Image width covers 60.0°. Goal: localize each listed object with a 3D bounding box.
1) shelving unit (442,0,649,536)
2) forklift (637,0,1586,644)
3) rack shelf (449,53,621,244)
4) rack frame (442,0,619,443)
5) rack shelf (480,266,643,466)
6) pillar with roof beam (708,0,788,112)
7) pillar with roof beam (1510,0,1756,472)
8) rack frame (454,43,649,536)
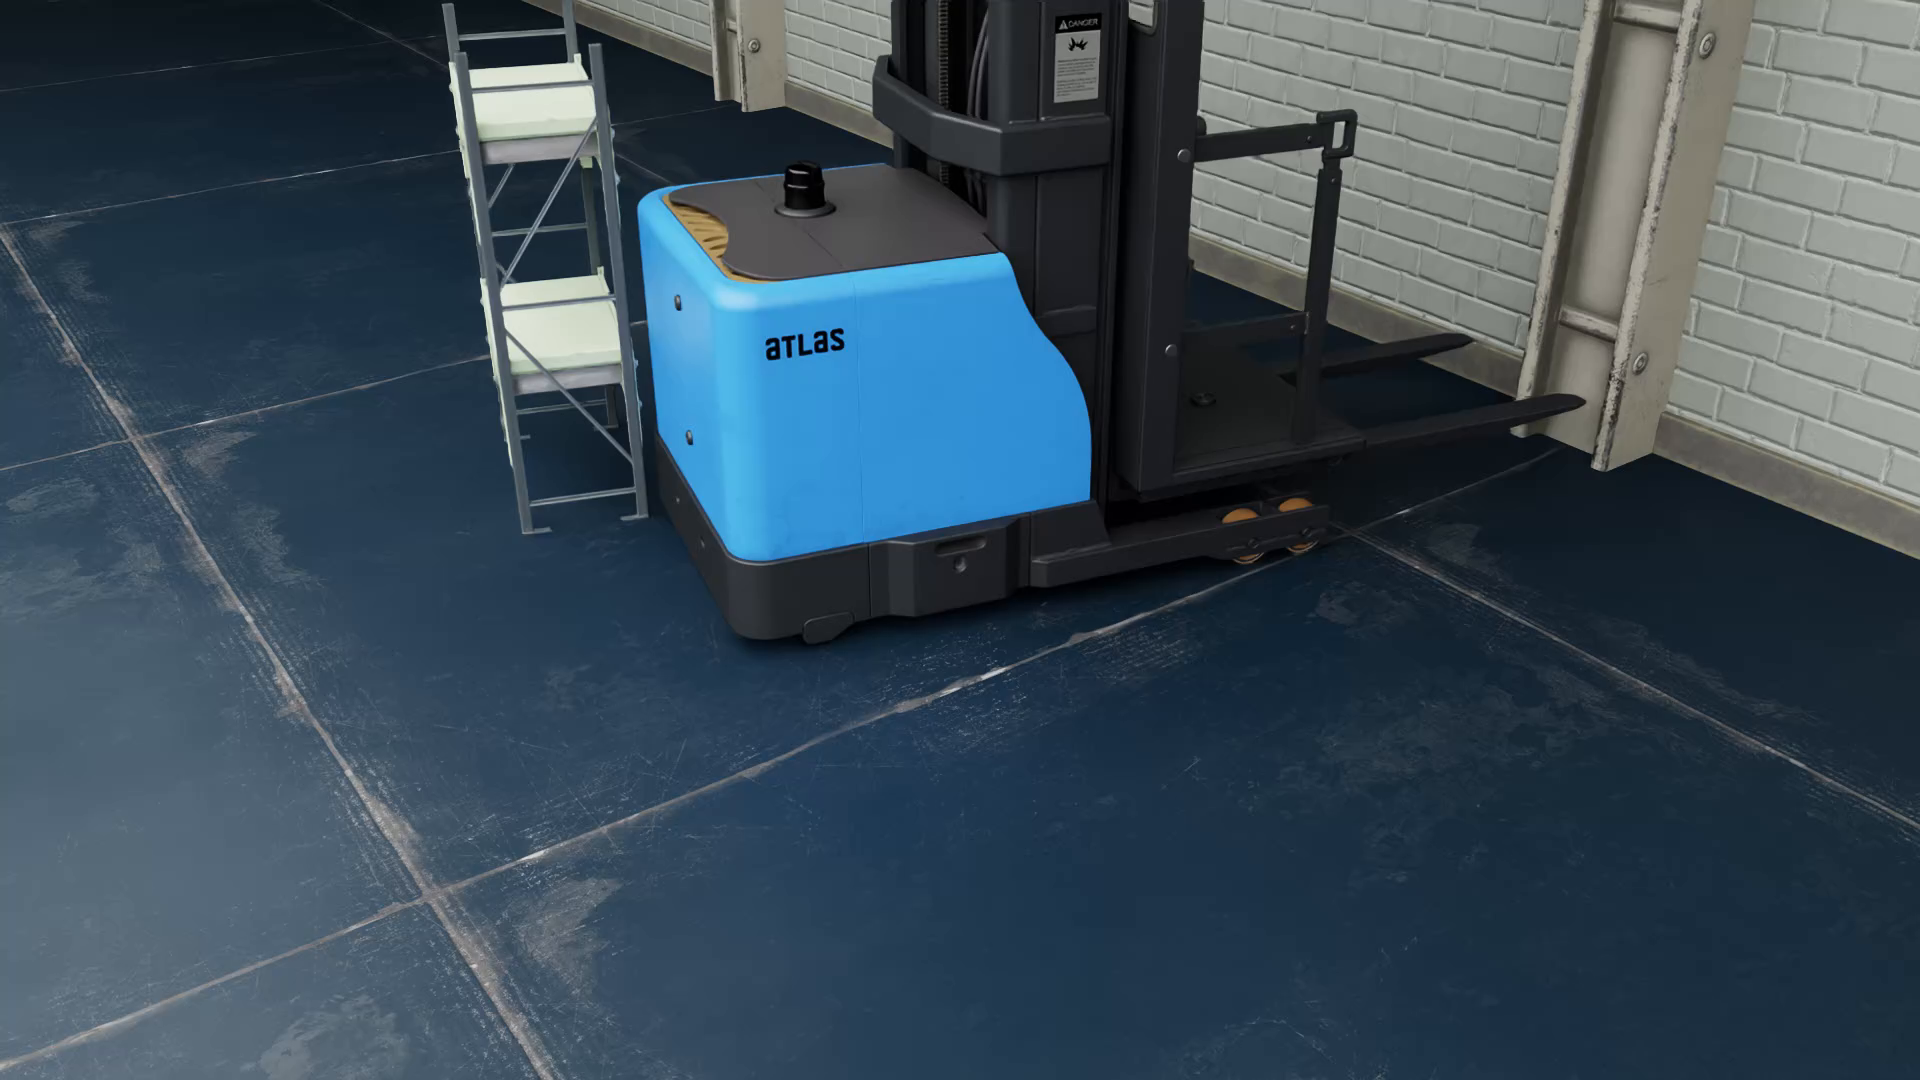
[{"bbox_3d":[-1.311,-0.871,5.283,0.431,1.500,0.755,-9,30,-16],"label":"shelving unit"},{"bbox_3d":[0.603,-1.437,4.825,3.031,2.935,1.130,-11,30,-19],"label":"forklift"},{"bbox_3d":[-1.311,-1.214,5.097,0.431,0.370,0.720,-9,30,-16],"label":"rack shelf"},{"bbox_3d":[-1.422,-1.038,5.590,0.400,1.500,0.023,-9,30,-16],"label":"rack frame"},{"bbox_3d":[-1.311,-0.585,5.439,0.431,0.370,0.720,-9,30,-16],"label":"rack shelf"},{"bbox_3d":[-4.780,-5.446,5.848,9.100,9.000,0.400,-19,34,-31],"label":"pillar with roof beam"},{"bbox_3d":[-1.300,-3.113,1.553,9.100,9.000,0.400,-19,34,-31],"label":"pillar with roof beam"},{"bbox_3d":[-1.199,-0.705,4.977,0.400,1.500,0.023,-9,30,-16],"label":"rack frame"}]
